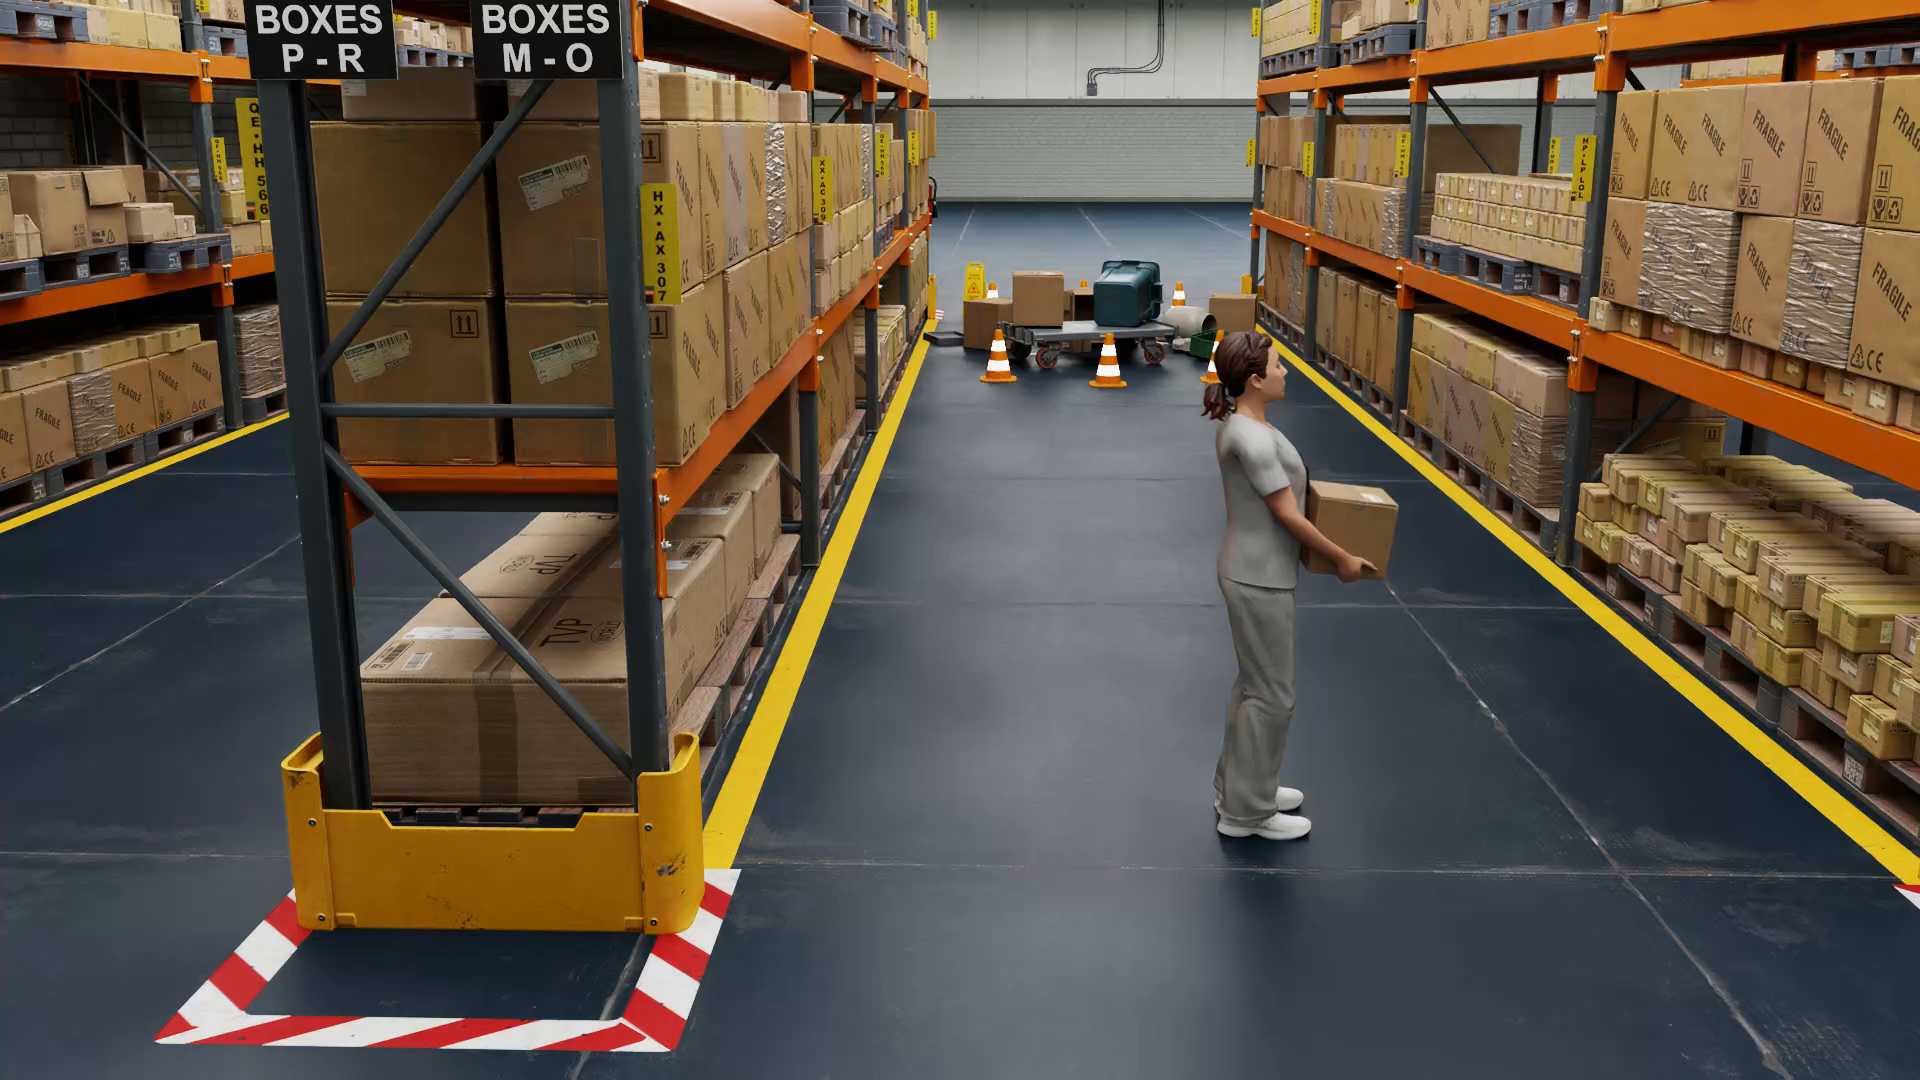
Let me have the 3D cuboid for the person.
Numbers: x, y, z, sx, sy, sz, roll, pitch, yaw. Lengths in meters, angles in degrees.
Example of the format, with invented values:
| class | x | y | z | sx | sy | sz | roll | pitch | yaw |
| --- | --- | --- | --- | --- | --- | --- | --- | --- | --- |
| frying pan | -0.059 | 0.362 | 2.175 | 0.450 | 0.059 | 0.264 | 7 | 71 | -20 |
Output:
| class | x | y | z | sx | sy | sz | roll | pitch | yaw |
| --- | --- | --- | --- | --- | --- | --- | --- | --- | --- |
| person | 1.054 | 0.145 | 5.447 | 0.550 | 1.662 | 0.437 | 1 | 14 | 2 |
